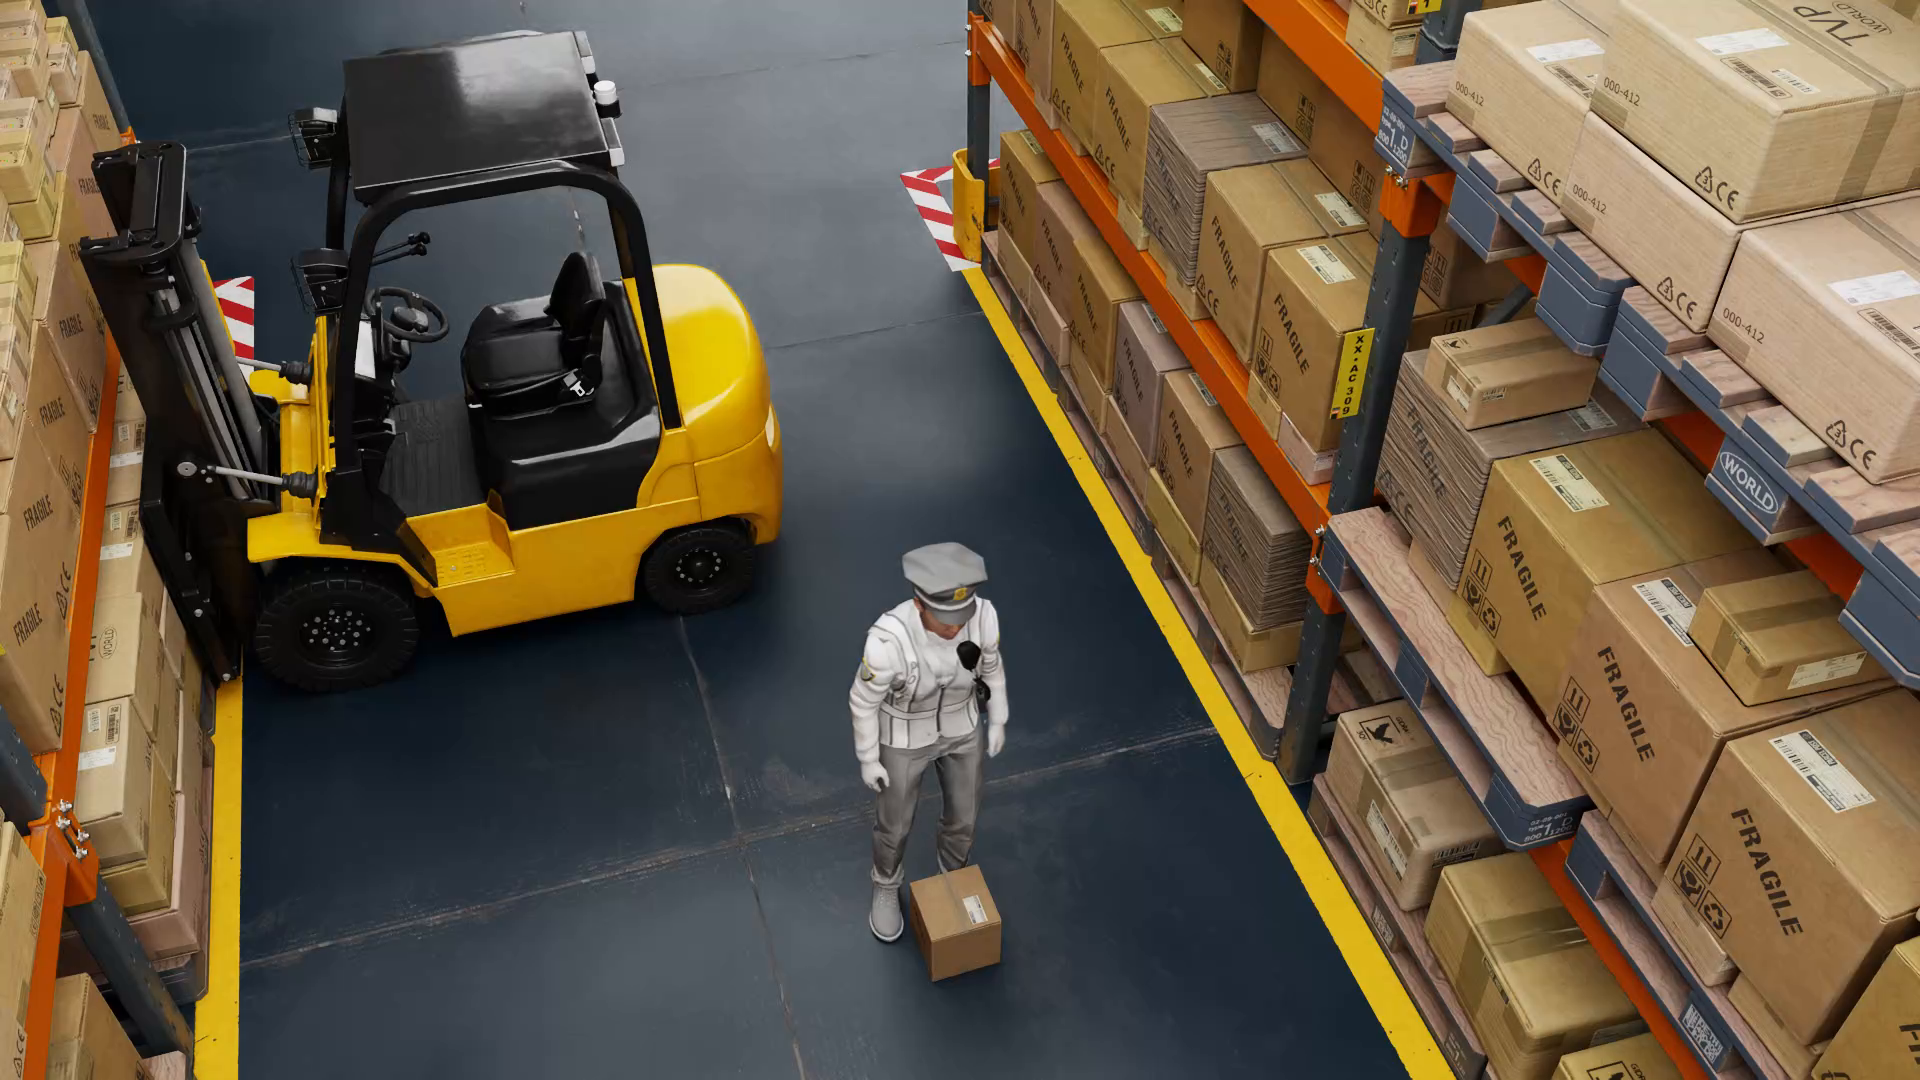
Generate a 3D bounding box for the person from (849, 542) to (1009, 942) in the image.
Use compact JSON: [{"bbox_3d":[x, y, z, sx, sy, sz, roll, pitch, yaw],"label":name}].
[{"bbox_3d":[-0.091,0.663,5.435,0.527,1.662,0.415,-15,44,-15],"label":"person"}]
